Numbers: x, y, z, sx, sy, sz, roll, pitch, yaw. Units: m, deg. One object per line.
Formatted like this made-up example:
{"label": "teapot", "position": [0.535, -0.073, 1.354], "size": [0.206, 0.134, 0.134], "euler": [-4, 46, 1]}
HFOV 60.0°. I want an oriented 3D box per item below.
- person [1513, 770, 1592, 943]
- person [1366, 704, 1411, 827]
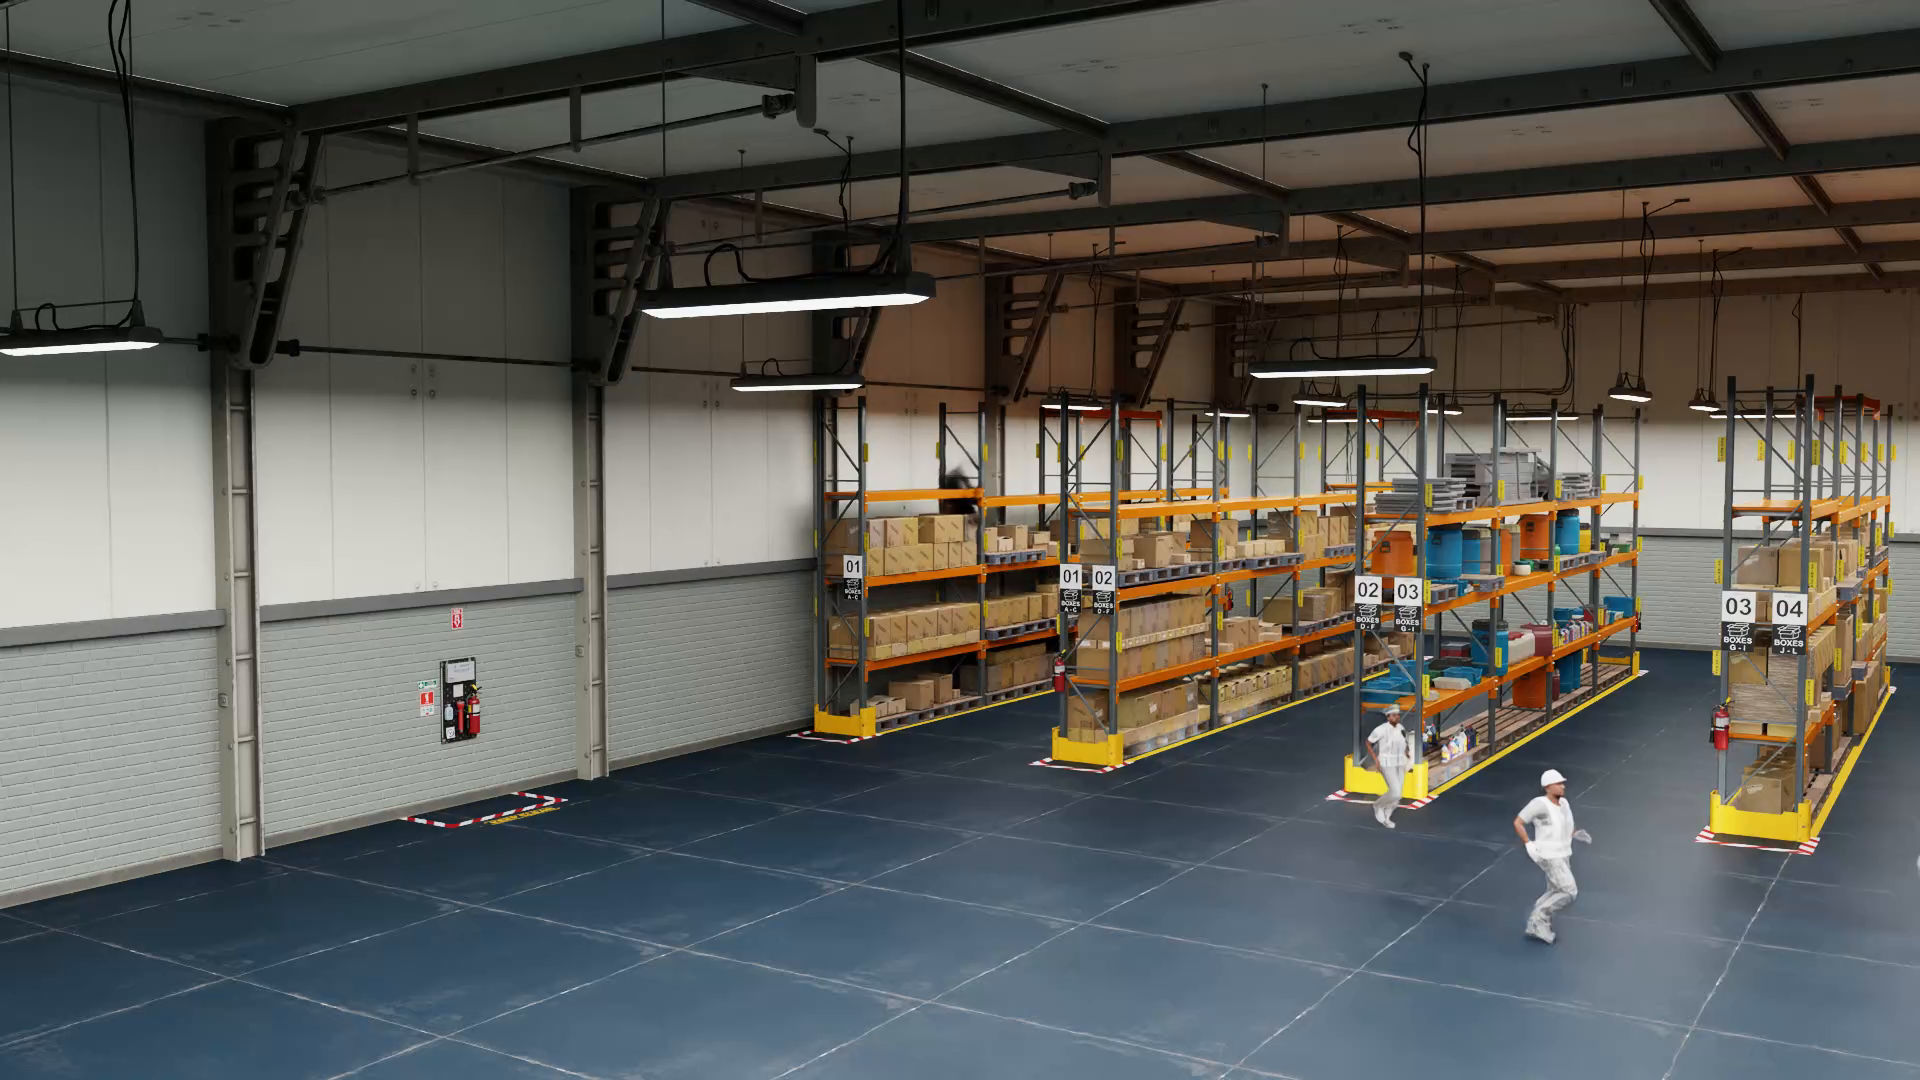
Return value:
{"label": "person", "position": [6.068, 3.219, 16.908], "size": [0.665, 1.745, 0.665], "euler": [-3, 4, -44]}
{"label": "person", "position": [5.766, 3.013, 22.119], "size": [0.562, 1.654, 0.568], "euler": [-1, 3, -24]}
